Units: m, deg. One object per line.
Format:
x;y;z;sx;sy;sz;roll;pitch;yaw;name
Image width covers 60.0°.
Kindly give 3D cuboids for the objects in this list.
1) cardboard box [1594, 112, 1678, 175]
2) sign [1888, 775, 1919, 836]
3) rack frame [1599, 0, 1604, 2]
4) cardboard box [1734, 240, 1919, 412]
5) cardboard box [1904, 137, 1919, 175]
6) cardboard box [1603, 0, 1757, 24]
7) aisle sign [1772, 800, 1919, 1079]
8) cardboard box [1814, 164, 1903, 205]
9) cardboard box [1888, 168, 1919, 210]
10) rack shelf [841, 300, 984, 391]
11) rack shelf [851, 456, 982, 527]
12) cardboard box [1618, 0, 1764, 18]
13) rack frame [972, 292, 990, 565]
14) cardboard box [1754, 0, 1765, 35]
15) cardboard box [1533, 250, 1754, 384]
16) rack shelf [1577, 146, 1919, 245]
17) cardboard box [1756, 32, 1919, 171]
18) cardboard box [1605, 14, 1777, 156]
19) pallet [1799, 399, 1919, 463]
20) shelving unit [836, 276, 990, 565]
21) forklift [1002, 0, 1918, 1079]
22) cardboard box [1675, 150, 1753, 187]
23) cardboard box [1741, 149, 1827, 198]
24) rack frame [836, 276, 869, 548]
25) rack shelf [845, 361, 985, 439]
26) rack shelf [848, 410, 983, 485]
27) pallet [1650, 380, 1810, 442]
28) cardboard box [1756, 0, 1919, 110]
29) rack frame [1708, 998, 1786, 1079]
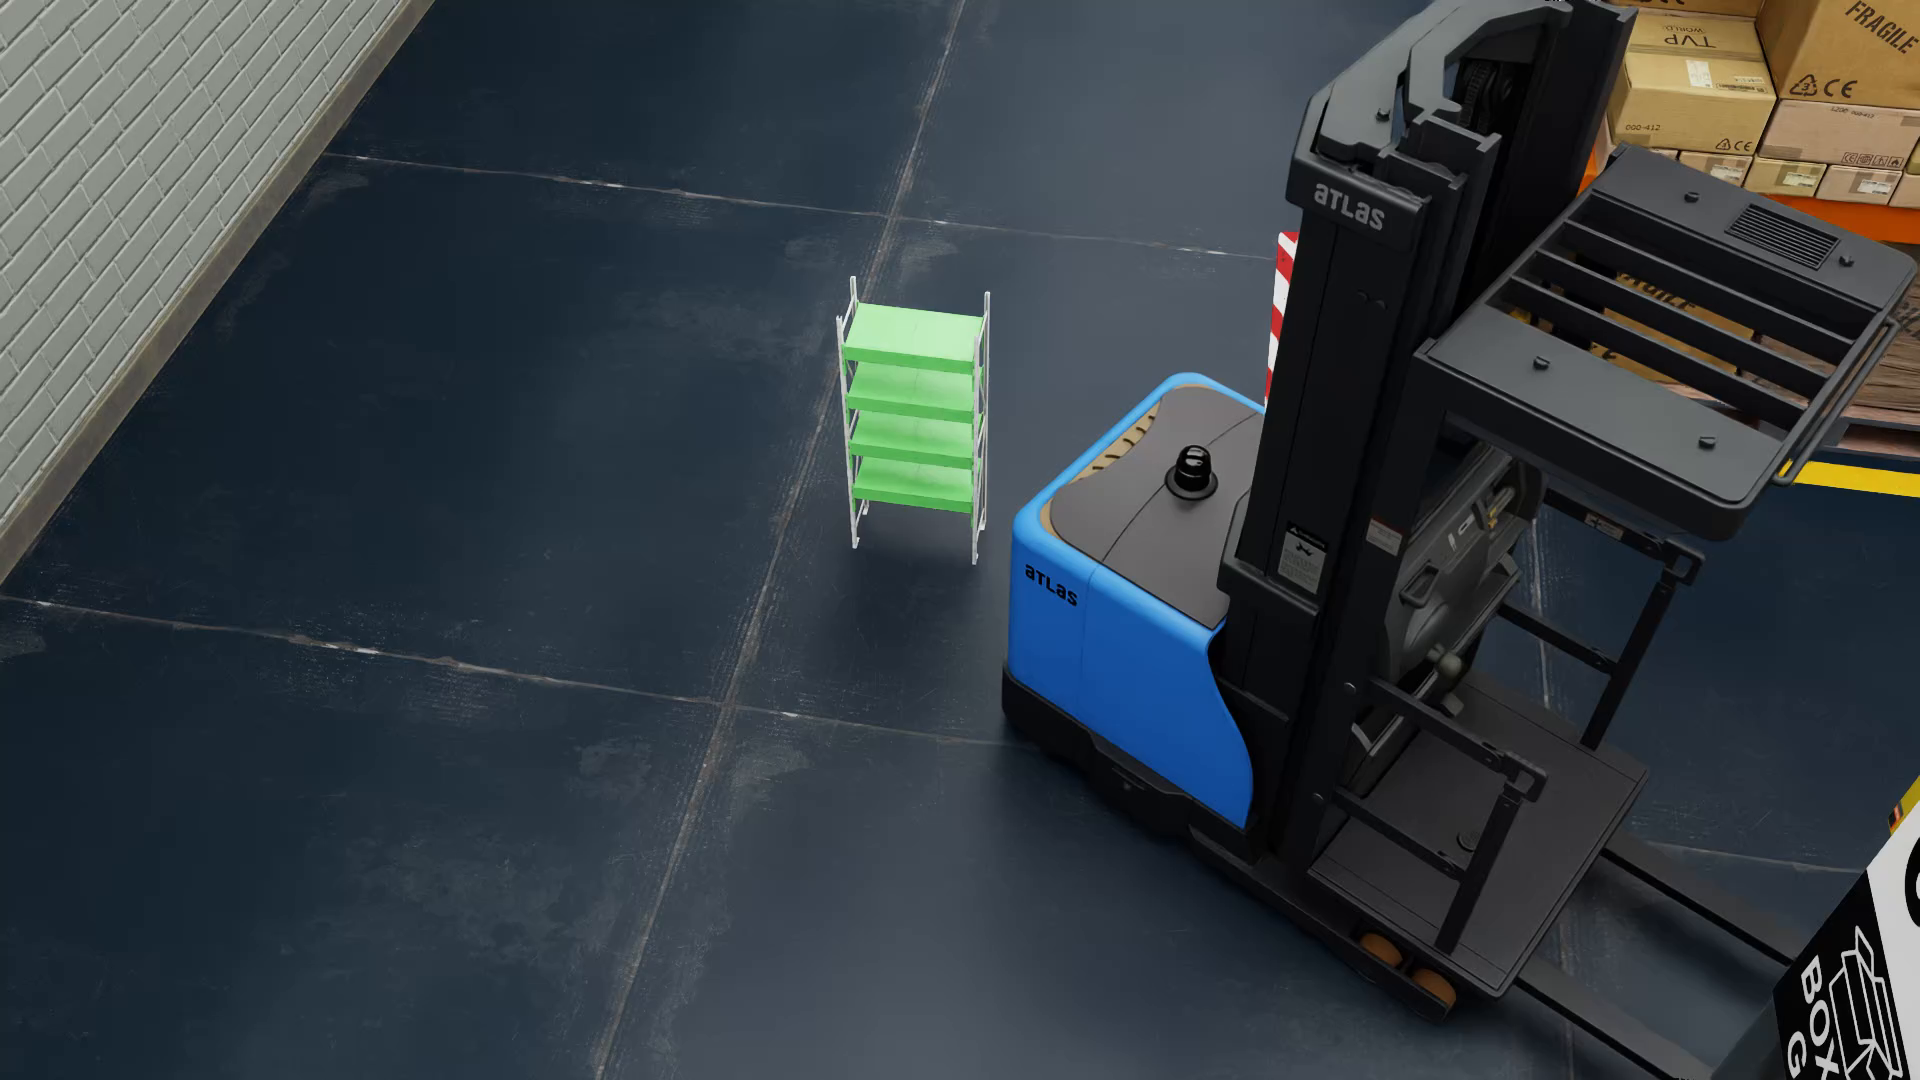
2.527;-1.520;6.240;0.250;0.149;0.380;8;49;7;cardboard box
1.437;0.361;2.435;0.005;0.325;0.100;8;49;7;sign
2.236;-1.893;6.406;0.127;3.000;1.000;8;49;7;rack frame
3.776;-1.176;6.908;0.875;0.875;0.875;8;49;7;cardboard box
3.667;-1.548;5.997;0.500;0.250;0.500;6;48;6;cardboard box
2.760;-2.072;6.468;0.500;0.250;0.500;7;48;6;cardboard box
1.337;0.640;2.383;0.004;0.787;0.394;8;49;7;aisle sign
3.288;-1.420;6.150;0.250;0.149;0.380;7;48;6;cardboard box
3.538;-1.385;6.119;0.250;0.149;0.380;7;48;6;cardboard box
-0.163;-0.701;5.986;0.480;0.148;0.258;8;49;7;rack shelf
-0.163;-0.220;6.521;0.480;0.148;0.258;8;49;7;rack shelf
2.762;-2.320;6.187;0.500;0.500;0.500;8;49;7;cardboard box
0.077;-0.391;6.266;0.015;1.200;0.240;8;49;7;rack frame
3.259;-2.004;6.407;0.500;0.250;0.500;7;48;6;cardboard box
2.880;-1.297;7.017;0.875;0.875;0.875;8;49;7;cardboard box
4.204;-1.387;6.436;4.000;0.370;1.077;8;49;7;rack shelf
3.173;-1.617;6.059;0.500;0.250;0.500;7;48;6;cardboard box
2.661;-1.681;6.116;0.500;0.250;0.500;7;48;6;cardboard box
4.234;-0.749;7.253;1.213;0.211;1.003;8;49;7;pallet
-0.163;-0.423;6.295;0.503;1.200;0.258;8;49;7;shelving unit
1.605;0.105;4.657;3.031;2.935;1.130;32;56;26;forklift
2.780;-1.487;6.211;0.250;0.149;0.380;7;48;6;cardboard box
3.032;-1.454;6.180;0.250;0.149;0.380;7;48;6;cardboard box
-0.403;-0.455;6.324;0.015;1.200;0.240;8;49;7;rack frame
-0.163;-0.541;6.164;0.480;0.148;0.258;8;49;7;rack shelf
-0.163;-0.380;6.343;0.480;0.148;0.258;8;49;7;rack shelf
3.037;-0.912;7.400;1.213;0.211;1.003;8;49;7;pallet
3.153;-1.865;5.778;0.500;0.500;0.500;7;48;6;cardboard box
1.356;1.731;3.150;0.053;2.616;0.949;8;49;7;rack frame
